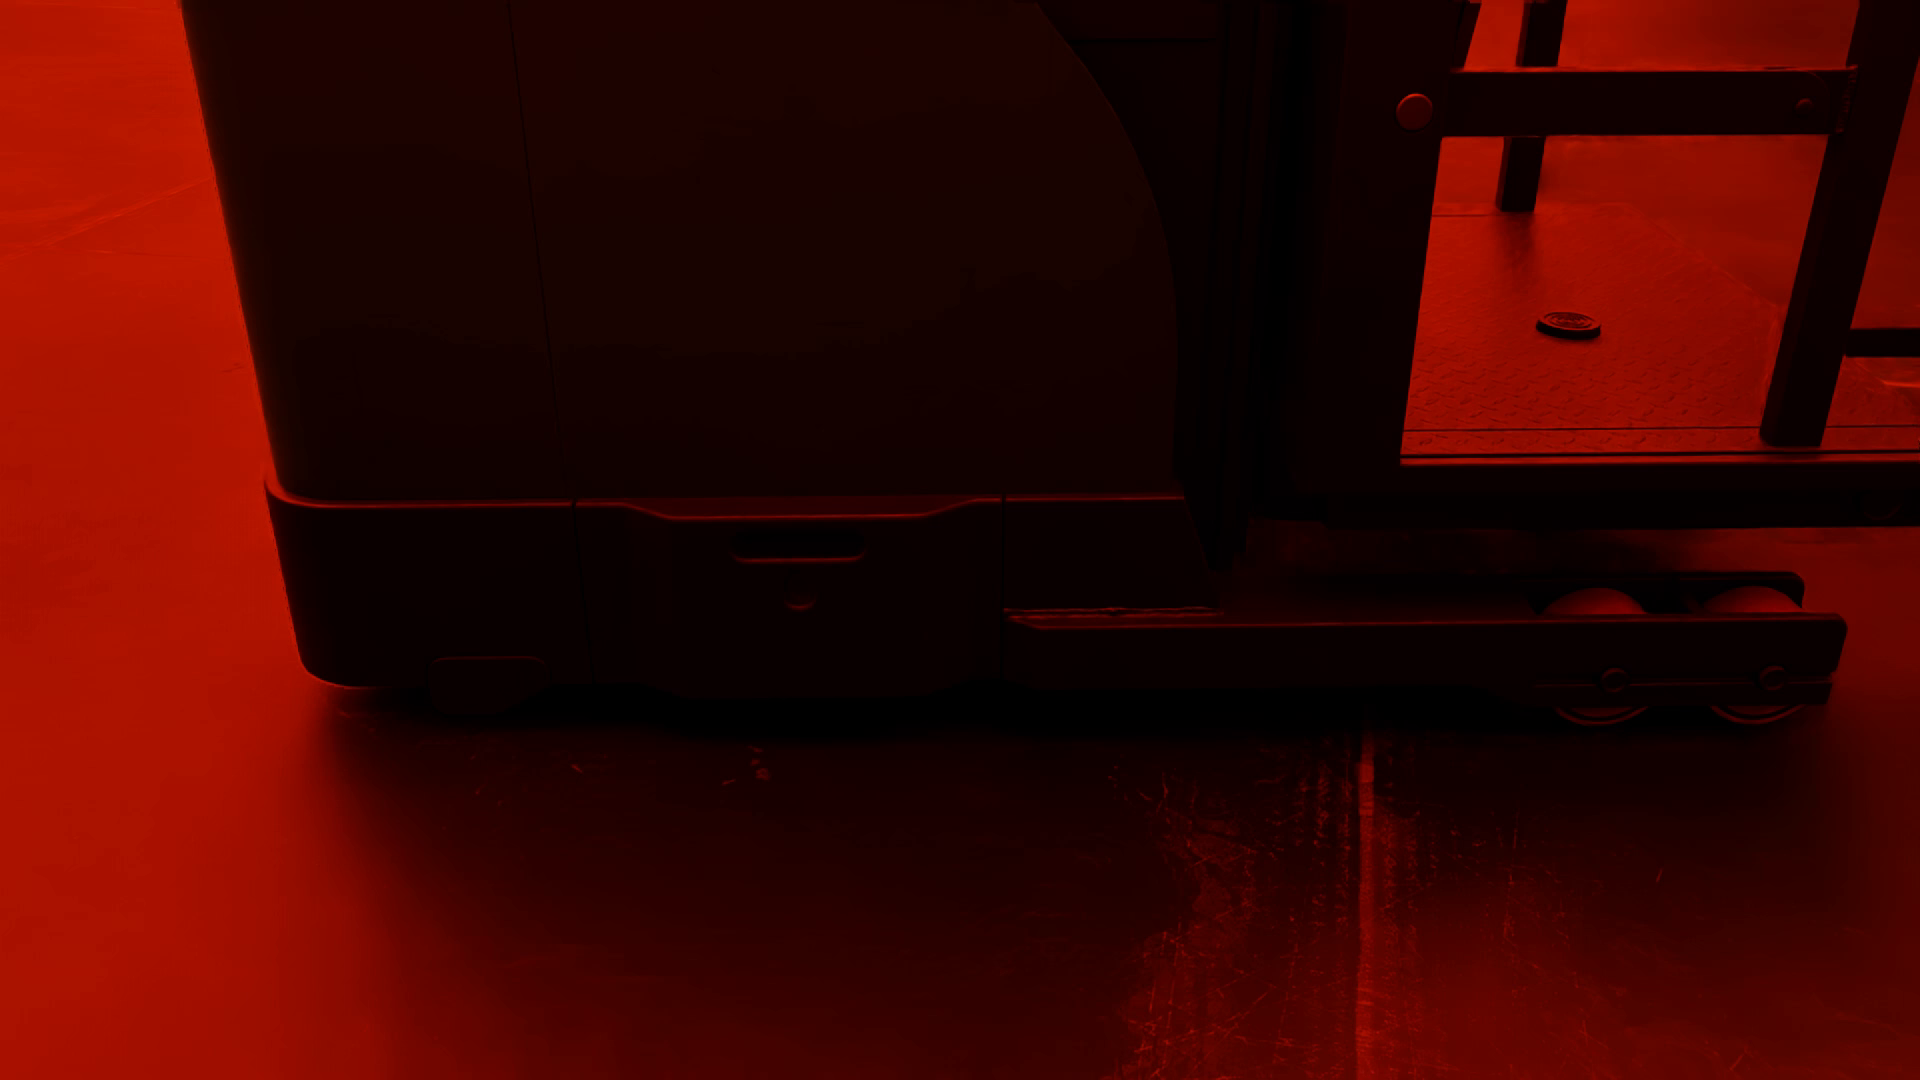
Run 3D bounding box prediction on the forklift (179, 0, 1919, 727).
[{"bbox_3d":[0.683,-1.319,1.861,3.031,2.935,1.130,-1,27,-1],"label":"forklift"}]
